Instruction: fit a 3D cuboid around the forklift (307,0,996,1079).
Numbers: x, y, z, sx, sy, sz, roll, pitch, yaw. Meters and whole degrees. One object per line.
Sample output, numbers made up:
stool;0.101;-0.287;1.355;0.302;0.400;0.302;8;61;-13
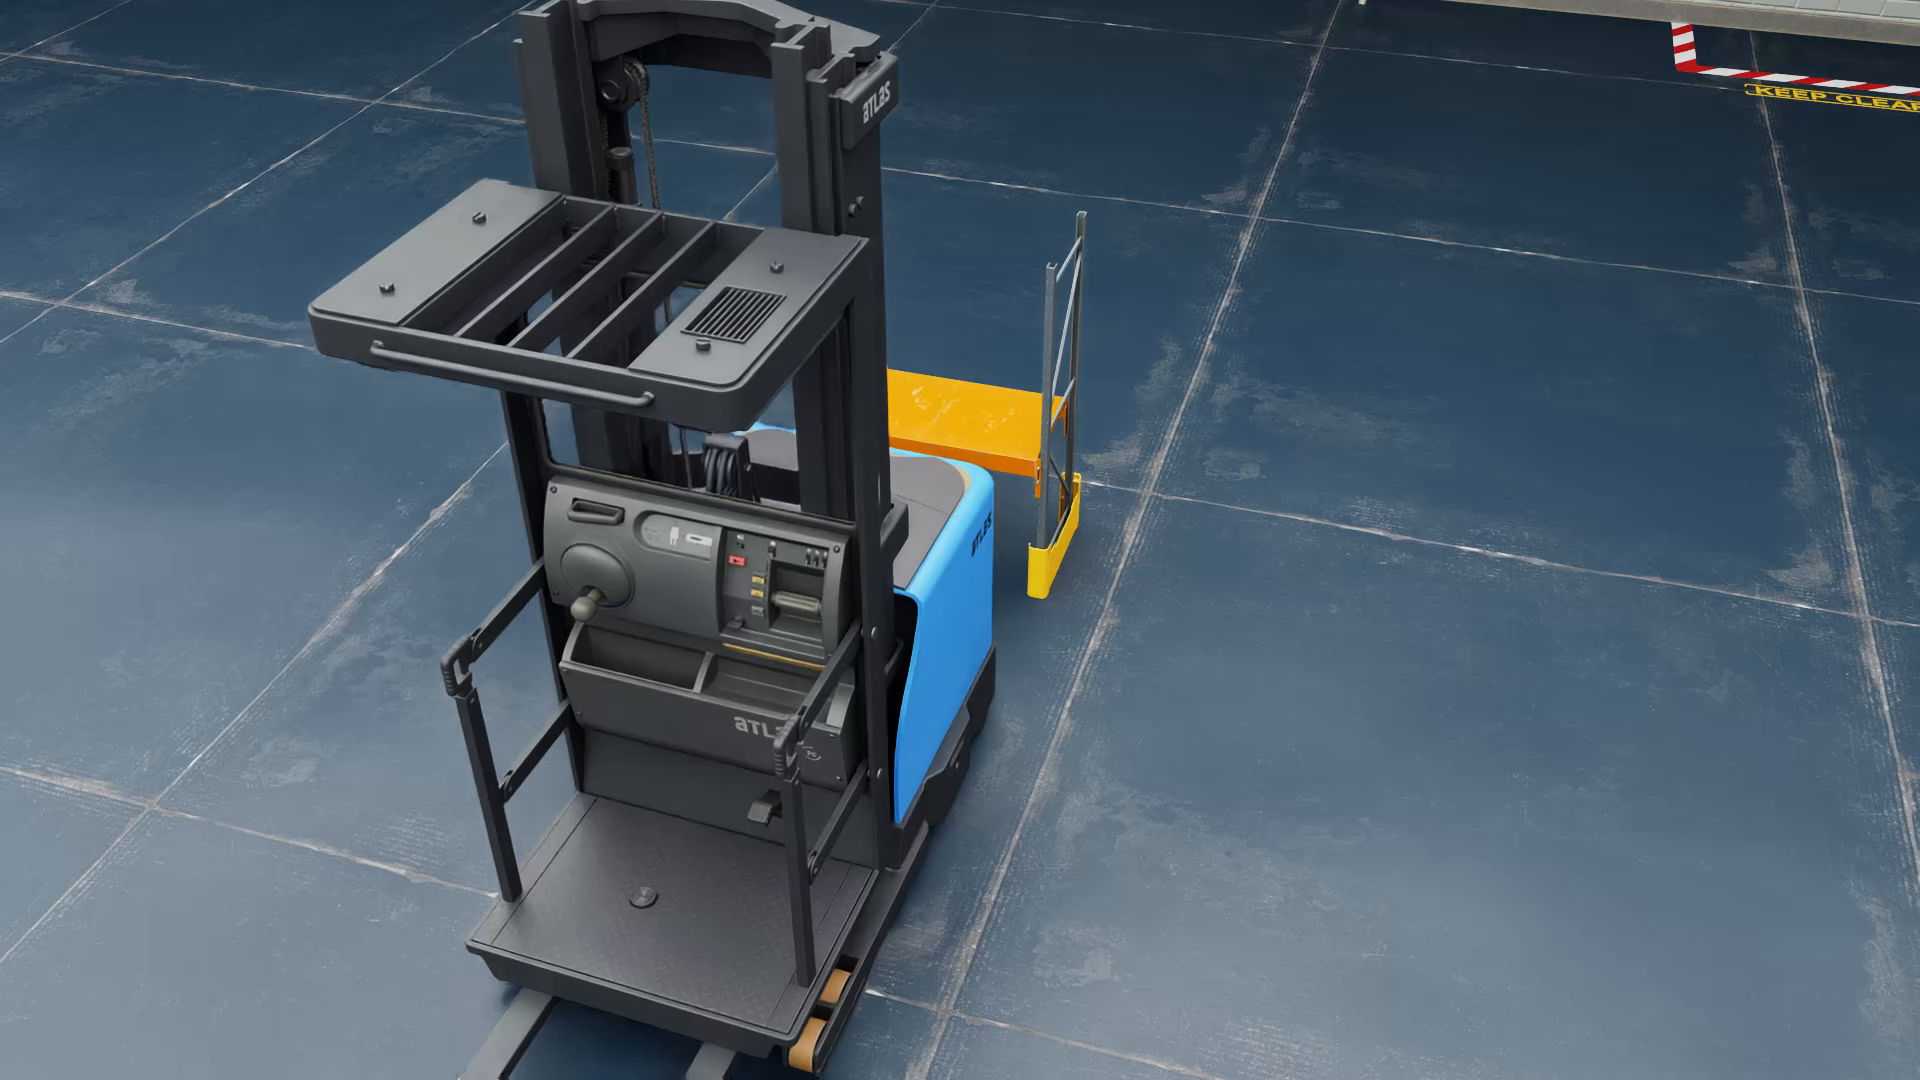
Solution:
forklift;-0.830;0.158;4.563;1.130;2.935;3.031;12;38;15

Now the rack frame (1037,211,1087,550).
rack frame;0.404;-0.529;6.704;0.032;1.500;0.500;10;38;14

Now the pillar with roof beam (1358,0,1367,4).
pillar with roof beam;1.719;-5.466;7.085;0.400;9.000;9.100;10;38;14

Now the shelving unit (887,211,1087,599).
shelving unit;-0.073;-0.618;6.824;1.083;1.500;0.587;10;38;14

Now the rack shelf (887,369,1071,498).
rack shelf;-0.081;-0.474;6.933;1.000;0.185;0.538;10;38;14

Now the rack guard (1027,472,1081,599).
rack guard;0.403;-0.026;7.075;0.087;0.250;0.587;10;38;14
